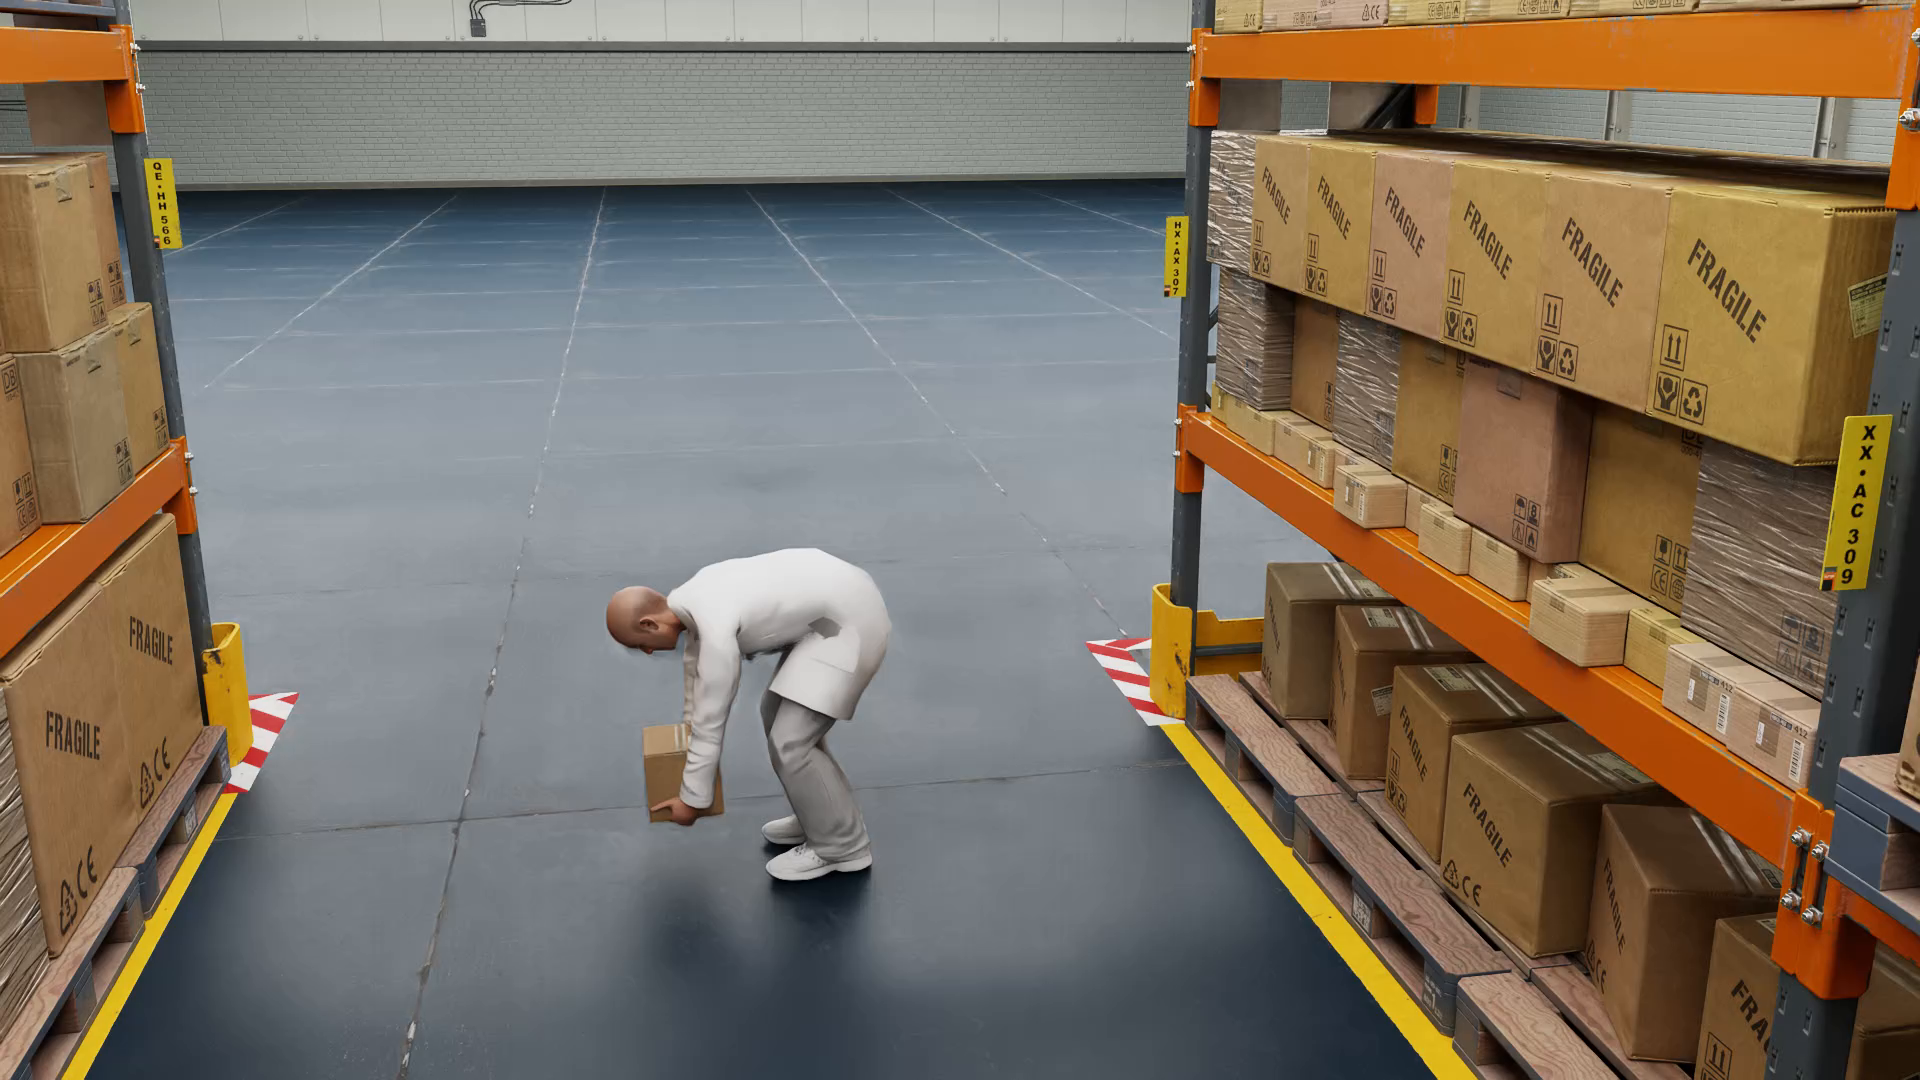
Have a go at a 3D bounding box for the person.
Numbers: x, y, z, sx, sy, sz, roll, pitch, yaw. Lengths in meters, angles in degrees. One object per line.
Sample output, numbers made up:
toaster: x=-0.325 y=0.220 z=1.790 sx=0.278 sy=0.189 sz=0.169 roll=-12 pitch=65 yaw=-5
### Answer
person: x=-0.707 y=0.595 z=5.701 sx=0.951 sy=1.112 sz=0.574 roll=-4 pitch=16 yaw=-12
